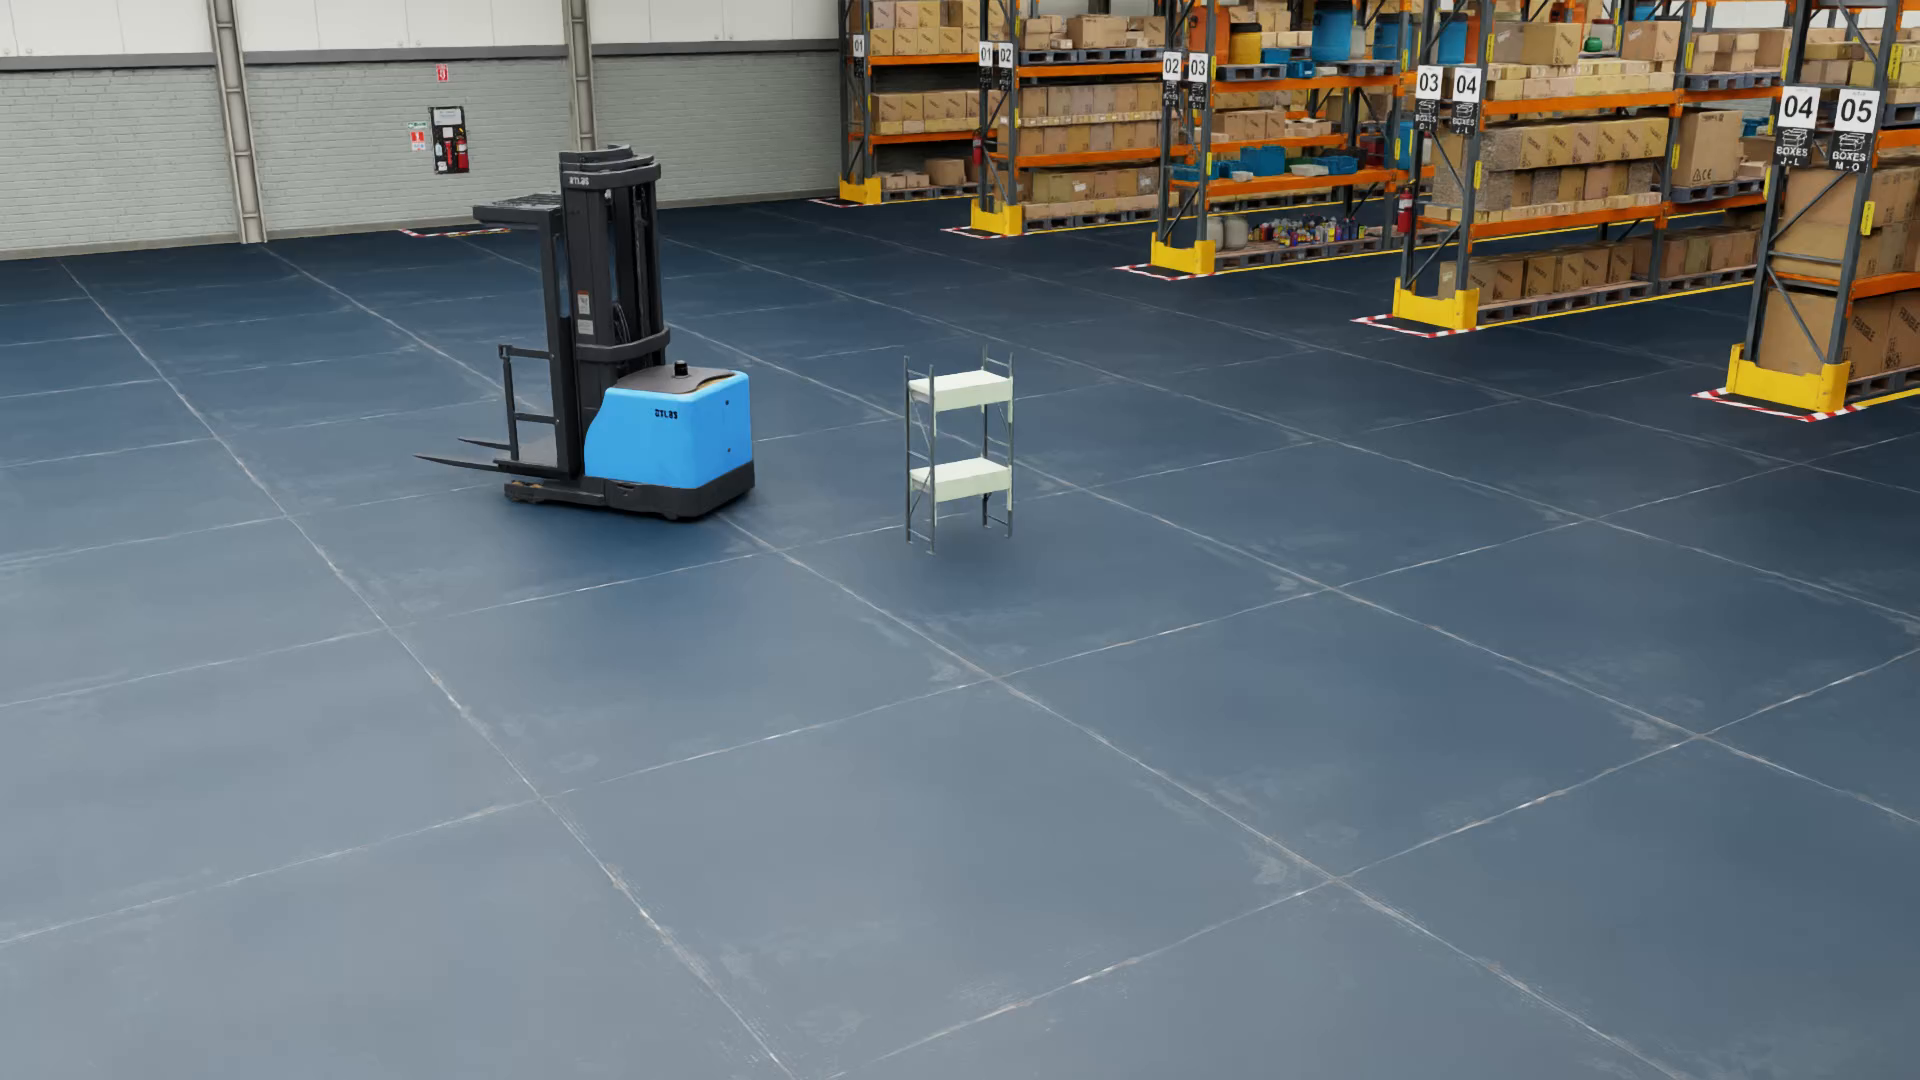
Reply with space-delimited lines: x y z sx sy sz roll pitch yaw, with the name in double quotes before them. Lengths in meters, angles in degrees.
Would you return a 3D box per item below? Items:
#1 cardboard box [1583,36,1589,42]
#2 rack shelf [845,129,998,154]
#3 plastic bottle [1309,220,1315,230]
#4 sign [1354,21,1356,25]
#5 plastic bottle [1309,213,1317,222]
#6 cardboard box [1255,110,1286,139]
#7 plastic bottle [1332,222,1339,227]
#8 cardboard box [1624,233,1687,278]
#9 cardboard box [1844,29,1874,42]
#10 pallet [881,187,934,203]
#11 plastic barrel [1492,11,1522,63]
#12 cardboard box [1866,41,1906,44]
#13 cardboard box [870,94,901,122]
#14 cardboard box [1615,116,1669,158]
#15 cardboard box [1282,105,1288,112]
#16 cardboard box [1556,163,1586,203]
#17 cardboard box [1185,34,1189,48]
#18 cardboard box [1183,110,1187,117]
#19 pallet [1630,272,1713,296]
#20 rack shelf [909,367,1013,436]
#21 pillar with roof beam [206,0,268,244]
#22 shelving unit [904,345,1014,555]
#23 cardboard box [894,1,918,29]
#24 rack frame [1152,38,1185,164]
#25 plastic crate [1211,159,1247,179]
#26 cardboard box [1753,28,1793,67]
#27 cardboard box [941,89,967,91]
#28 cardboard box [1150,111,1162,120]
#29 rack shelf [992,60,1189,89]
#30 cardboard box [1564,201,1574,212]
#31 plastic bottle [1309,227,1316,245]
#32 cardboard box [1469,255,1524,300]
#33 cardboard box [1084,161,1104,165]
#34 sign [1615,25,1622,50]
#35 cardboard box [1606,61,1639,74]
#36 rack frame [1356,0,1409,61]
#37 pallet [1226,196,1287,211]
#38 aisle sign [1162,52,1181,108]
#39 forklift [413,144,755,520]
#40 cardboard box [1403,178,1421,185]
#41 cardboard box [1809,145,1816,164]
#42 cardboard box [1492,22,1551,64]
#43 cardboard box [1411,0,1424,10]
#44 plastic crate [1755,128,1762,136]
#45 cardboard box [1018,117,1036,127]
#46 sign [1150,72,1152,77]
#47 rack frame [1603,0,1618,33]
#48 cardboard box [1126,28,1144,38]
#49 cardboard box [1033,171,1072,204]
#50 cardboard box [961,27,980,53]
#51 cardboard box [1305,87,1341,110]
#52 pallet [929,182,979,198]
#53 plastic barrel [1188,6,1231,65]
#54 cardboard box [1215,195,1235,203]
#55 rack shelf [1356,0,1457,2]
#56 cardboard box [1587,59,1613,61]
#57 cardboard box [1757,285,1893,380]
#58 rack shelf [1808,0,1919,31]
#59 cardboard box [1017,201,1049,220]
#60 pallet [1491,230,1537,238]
"cardboard box" 13.318 -10.830 36.146 0.500 0.250 0.500 -12 22 -31
"rack shelf" -0.395 -8.244 34.069 4.000 0.370 1.077 -12 22 -31
"plastic bottle" 5.767 -5.114 27.260 0.097 0.271 0.097 0 19 0
"sign" 7.642 -9.870 32.143 0.005 0.325 0.100 -12 22 -31
"plastic bottle" 5.822 -5.209 27.419 0.185 0.351 0.144 -11 22 -30
"cardboard box" 5.951 -8.064 32.259 0.500 0.500 0.500 -13 23 -34
"plastic bottle" 6.082 -5.016 26.964 0.135 0.276 0.152 -12 22 -31
"cardboard box" 9.973 -4.089 23.871 0.500 0.500 0.700 -14 23 -36
"cardboard box" 13.259 -7.462 25.133 0.637 0.503 0.797 -10 21 -28
"pallet" -1.304 -7.058 33.793 1.213 0.211 1.003 -12 22 -31
"plastic barrel" 9.260 -8.563 28.424 0.600 0.901 0.600 0 19 0
"cardboard box" 9.694 -5.167 17.498 0.250 0.149 0.380 -12 22 -31
"cardboard box" -1.501 -8.530 32.823 0.500 0.500 0.500 -12 22 -31
"cardboard box" 9.224 -5.471 22.563 0.500 0.500 0.500 -12 22 -31
"cardboard box" 7.392 -10.017 38.551 0.250 0.149 0.380 -11 22 -30
"cardboard box" 7.799 -4.817 22.189 0.500 0.500 0.875 -12 22 -31
"cardboard box" 4.523 -9.267 30.868 0.500 0.250 0.500 -9 21 -26
"cardboard box" 5.019 -9.528 37.105 0.250 0.149 0.380 -12 22 -32
"pallet" 10.098 -3.779 24.092 1.213 0.211 1.003 -12 22 -31
"rack shelf" -0.006 -1.079 12.876 0.720 0.370 0.431 -12 22 -31
"pillar with roof beam" -9.611 -8.164 23.342 0.400 9.000 9.100 -12 22 -31
"shelving unit" -0.006 -0.709 13.001 0.755 1.500 0.431 -12 22 -31
"cardboard box" -1.163 -10.261 32.482 0.500 0.500 0.500 -12 22 -32
"rack frame" 4.616 -9.641 37.080 0.127 3.000 1.000 -12 22 -31
"plastic crate" 4.182 -5.793 25.928 0.408 0.251 0.499 -12 22 -31
"cardboard box" 11.684 -7.044 23.778 0.500 0.500 0.500 -11 22 -30
"cardboard box" -0.085 -9.027 34.295 0.500 0.500 0.500 -11 22 -30
"cardboard box" 3.469 -7.772 30.381 0.250 0.149 0.380 -13 22 -33
"rack shelf" 2.333 -8.340 29.671 4.000 0.370 1.077 -12 22 -31
"cardboard box" 7.919 -4.443 22.095 0.250 0.149 0.380 -12 22 -31
"plastic bottle" 5.608 -4.848 26.474 0.097 0.271 0.097 0 19 0
"cardboard box" 7.119 -3.492 22.138 0.500 0.500 0.500 -6 20 -17
"cardboard box" 2.733 -8.279 36.265 0.500 0.500 0.700 -12 22 -31
"sign" 9.140 -6.962 23.050 0.005 0.325 0.100 -12 22 -31
"cardboard box" 8.684 -6.221 21.890 0.250 0.149 0.380 -13 22 -33
"rack frame" 6.724 -9.129 26.196 0.127 3.000 1.000 -12 22 -31
"pallet" 5.617 -6.648 32.579 1.213 0.211 1.003 -12 22 -31
"aisle sign" 3.160 -6.881 24.854 0.004 0.787 0.394 -12 22 -31
"forklift" -3.343 -1.842 14.116 3.031 2.935 1.130 8 20 22
"cardboard box" 9.170 -7.619 34.314 0.500 0.500 0.500 -13 23 -33
"cardboard box" 13.065 -5.867 25.760 0.500 0.500 0.500 -11 22 -30
"cardboard box" 7.263 -6.444 21.538 0.500 0.500 0.500 -12 22 -31
"cardboard box" 10.836 -12.800 39.991 0.500 0.500 0.500 -12 22 -32
"plastic crate" 15.459 -7.952 32.401 0.250 0.136 0.298 -12 22 -31
"cardboard box" 1.109 -7.274 28.908 0.250 0.149 0.380 -12 22 -32
"sign" 4.308 -10.338 37.332 0.005 0.325 0.100 -12 22 -31
"rack frame" 14.025 -12.568 36.370 0.127 3.000 1.000 -12 22 -31
"cardboard box" 2.986 -9.143 30.187 0.500 0.311 0.500 -13 23 -34
"cardboard box" 1.649 -6.283 29.613 0.500 0.500 0.500 -12 22 -31
"cardboard box" 0.118 -10.066 33.465 0.500 0.500 0.500 -13 23 -33
"cardboard box" 8.419 -10.579 39.385 0.700 0.700 0.980 -12 22 -31
"pallet" -0.286 -7.272 34.425 1.213 0.211 1.003 -12 22 -31
"plastic barrel" 3.720 -7.525 24.810 0.708 0.830 0.600 -12 22 -31
"cardboard box" 4.904 -6.603 31.731 0.500 0.250 0.500 -11 22 -30
"rack shelf" 9.014 -10.981 33.423 4.000 0.370 1.077 -12 22 -31
"cardboard box" 8.583 -6.419 22.475 0.250 0.149 0.380 -12 22 -31
"cardboard box" 9.281 -2.242 17.856 0.875 0.875 0.875 -12 22 -31
"rack shelf" 10.421 -5.577 17.438 4.000 0.370 1.077 -12 22 -31
"cardboard box" 1.233 -5.839 29.471 0.500 0.250 0.500 -12 22 -31
"pallet" 9.397 -5.544 29.315 1.213 0.211 1.003 -12 22 -31
